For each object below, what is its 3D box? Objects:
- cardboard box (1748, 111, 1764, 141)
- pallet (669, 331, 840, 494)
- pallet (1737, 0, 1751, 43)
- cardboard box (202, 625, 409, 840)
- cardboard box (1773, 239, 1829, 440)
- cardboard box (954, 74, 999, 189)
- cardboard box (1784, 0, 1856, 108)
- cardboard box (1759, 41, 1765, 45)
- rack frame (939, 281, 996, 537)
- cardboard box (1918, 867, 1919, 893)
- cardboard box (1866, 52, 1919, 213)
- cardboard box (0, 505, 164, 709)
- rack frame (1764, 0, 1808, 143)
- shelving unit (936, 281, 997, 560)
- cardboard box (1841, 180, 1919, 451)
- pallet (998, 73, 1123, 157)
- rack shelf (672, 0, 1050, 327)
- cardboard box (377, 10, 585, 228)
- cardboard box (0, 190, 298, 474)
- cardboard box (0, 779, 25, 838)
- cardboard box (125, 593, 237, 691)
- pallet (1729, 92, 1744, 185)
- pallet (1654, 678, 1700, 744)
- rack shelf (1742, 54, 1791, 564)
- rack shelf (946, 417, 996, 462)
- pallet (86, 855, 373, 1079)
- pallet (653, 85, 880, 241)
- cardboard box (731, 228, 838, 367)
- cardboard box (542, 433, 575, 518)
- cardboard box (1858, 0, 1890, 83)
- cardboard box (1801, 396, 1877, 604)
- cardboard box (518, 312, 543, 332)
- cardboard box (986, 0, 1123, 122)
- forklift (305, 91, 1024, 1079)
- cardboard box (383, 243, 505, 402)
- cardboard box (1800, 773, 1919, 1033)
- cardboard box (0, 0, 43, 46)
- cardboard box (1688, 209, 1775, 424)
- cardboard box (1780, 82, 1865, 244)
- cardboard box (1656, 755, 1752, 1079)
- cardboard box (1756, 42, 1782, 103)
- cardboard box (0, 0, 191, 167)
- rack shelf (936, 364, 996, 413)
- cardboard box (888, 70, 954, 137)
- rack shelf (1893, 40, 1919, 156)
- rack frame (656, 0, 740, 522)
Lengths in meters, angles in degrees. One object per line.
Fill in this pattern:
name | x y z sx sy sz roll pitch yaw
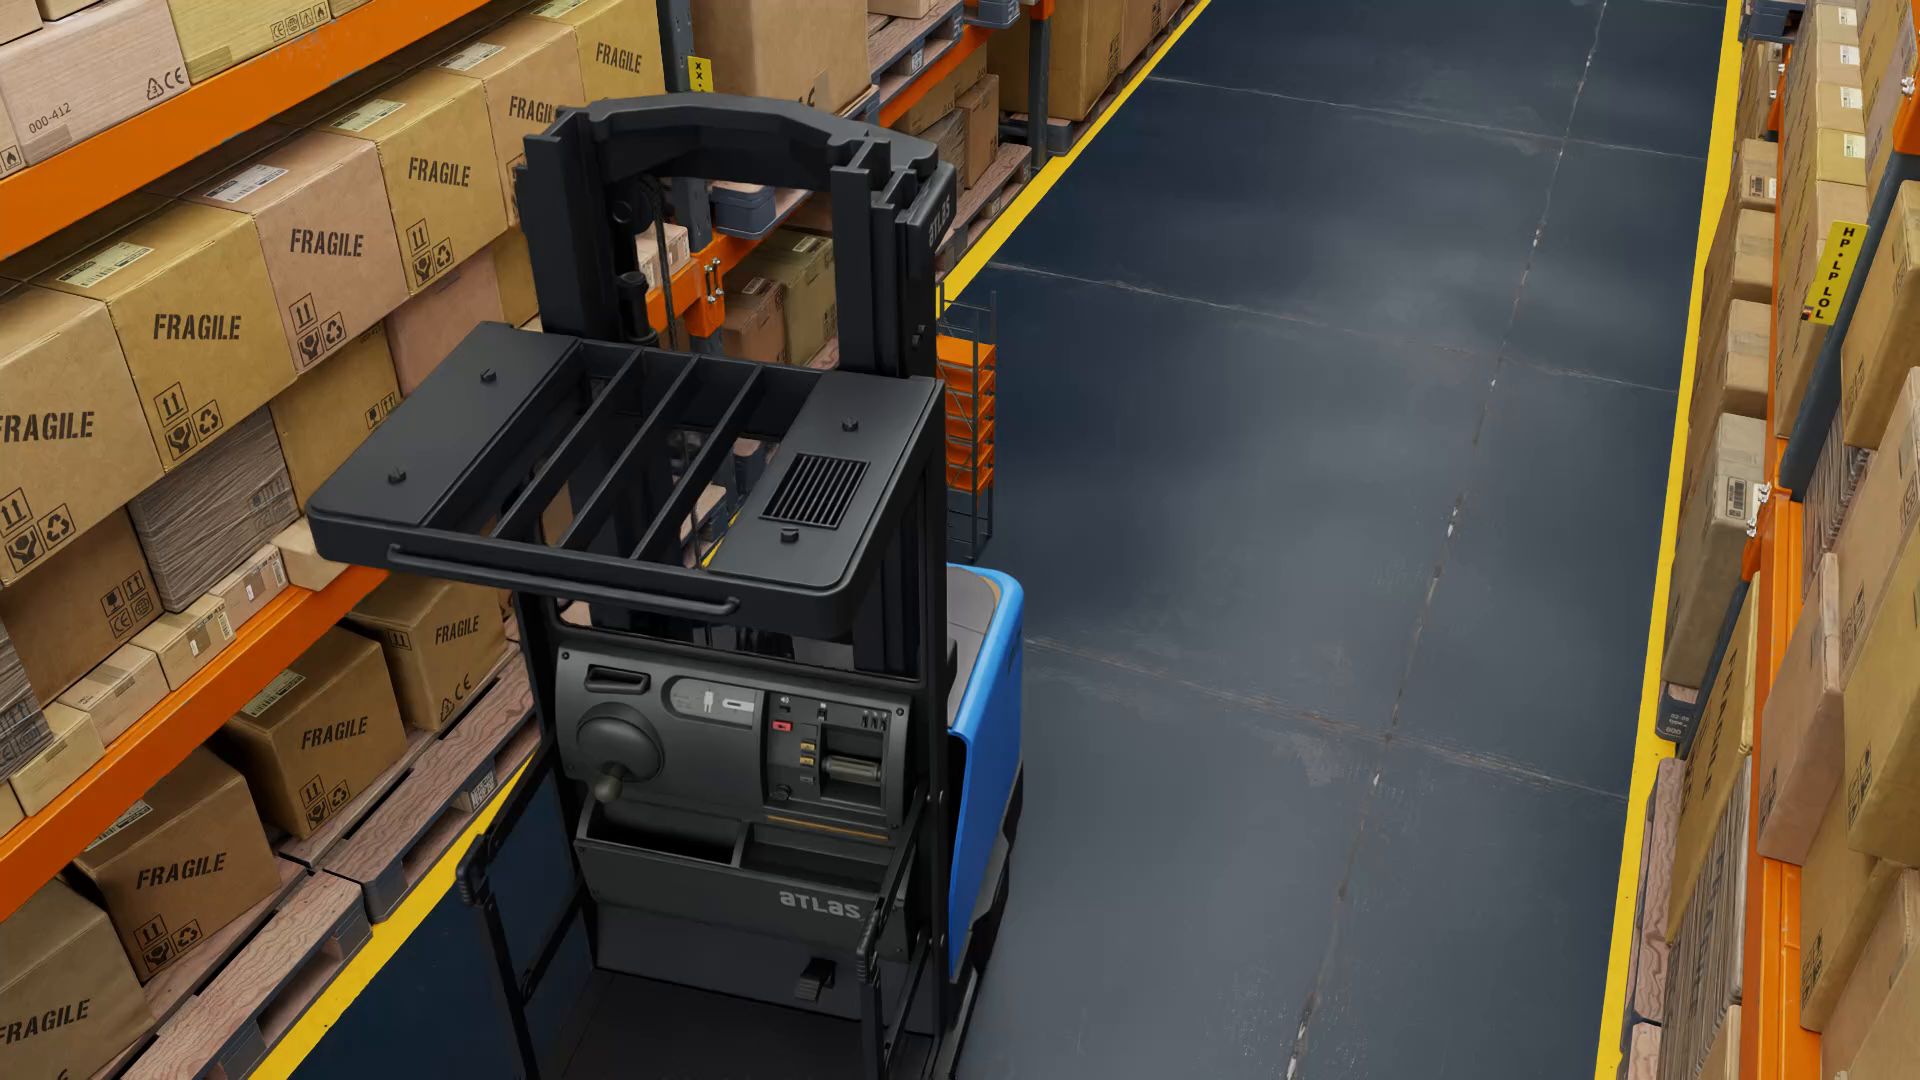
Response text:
cardboard box | 4.609 -2.038 9.208 0.500 0.500 0.500 14 39 18
pallet | -1.175 -0.733 8.054 1.003 0.211 1.213 14 39 18
pallet | 6.345 -3.925 12.324 1.003 0.211 1.213 14 39 18
cardboard box | -2.287 0.606 5.670 0.500 0.500 0.500 18 40 22
cardboard box | 3.030 -0.622 5.494 0.500 0.500 0.500 14 39 17
cardboard box | -0.184 -2.432 9.719 0.700 0.500 0.500 12 38 15
cardboard box | 4.180 -2.300 7.738 0.500 0.500 0.500 14 39 18
cardboard box | 5.209 -2.894 10.353 0.500 0.500 0.500 15 39 19
rack frame | 0.029 -0.523 6.948 0.240 1.200 0.006 14 39 18
cardboard box | 2.196 0.688 2.796 0.875 0.550 0.550 14 39 18
cardboard box | 3.456 -1.234 5.477 0.700 0.500 0.500 13 39 17
cardboard box | -2.678 0.035 4.366 0.875 0.500 0.500 14 39 18
rack frame | 4.601 -2.447 8.018 1.000 3.000 0.127 14 39 18
shelving unit | -0.005 -0.473 6.880 0.258 1.200 0.189 14 39 18
cardboard box | 2.906 -0.529 4.424 0.875 0.550 0.550 14 39 18
pallet | 0.422 -2.935 11.001 1.003 0.211 1.213 14 39 18
rack shelf | -0.709 -2.237 8.339 1.077 0.370 4.000 14 39 18
cardboard box | -1.576 -1.389 5.436 0.500 0.500 0.500 14 39 18
cardboard box | -2.145 -0.558 4.324 0.500 0.500 0.500 14 39 18
cardboard box | -2.550 0.660 4.072 0.380 0.149 0.250 14 39 18
cardboard box | -2.264 0.245 4.627 0.380 0.149 0.250 14 39 18
pallet | 5.365 -2.436 10.332 1.003 0.211 1.213 14 39 18
pallet | 3.302 0.440 6.485 1.003 0.211 1.213 14 39 18
rack shelf | 3.840 -1.052 6.752 1.077 0.370 4.000 14 39 18
rack shelf | -0.005 -0.437 6.907 0.258 0.103 0.180 14 39 18
pallet | -2.621 1.430 5.161 1.003 0.211 1.213 14 39 18
pallet | -1.045 -1.731 7.221 1.003 0.211 1.213 14 39 18
cardboard box | -1.017 -1.188 8.054 0.700 0.500 0.500 14 39 17
cardboard box | -1.659 -0.373 6.980 0.500 0.500 0.500 13 39 16
cardboard box | 4.036 -2.076 6.604 0.700 0.500 0.500 13 39 17
cardboard box | 2.949 -0.085 4.734 0.875 0.550 0.550 14 39 18
cardboard box | -1.527 -0.707 5.900 0.380 0.149 0.250 14 39 18
cardboard box | 0.334 -3.327 10.620 1.225 0.875 0.875 12 38 16
forklift | -0.629 0.579 4.027 1.130 2.935 3.031 8 38 11
cardboard box | -2.018 -0.774 5.448 0.875 0.500 0.500 14 39 18
cardboard box | 2.338 0.813 3.532 0.875 0.550 0.500 14 39 18
cardboard box | -2.237 -1.162 3.586 0.380 0.149 0.250 14 39 18
cardboard box | 3.956 -0.913 7.494 1.050 0.750 0.750 14 39 18
cardboard box | 3.605 -1.463 6.619 0.500 0.500 0.500 13 39 17
cardboard box | 2.435 1.283 4.452 0.875 0.875 0.875 14 39 18
cardboard box | 4.800 -2.635 9.380 0.500 0.250 0.500 14 39 18
cardboard box | -2.187 -1.113 3.854 0.500 0.250 0.500 14 39 18
rack shelf | -0.005 -0.629 6.763 0.258 0.103 0.180 14 39 18
cardboard box | -0.368 -2.434 9.096 0.500 0.250 0.500 18 40 23
rack shelf | 2.318 -0.038 2.891 1.077 0.370 4.000 14 39 18
rack frame | -1.470 -1.418 6.642 1.000 3.000 0.127 14 39 18
